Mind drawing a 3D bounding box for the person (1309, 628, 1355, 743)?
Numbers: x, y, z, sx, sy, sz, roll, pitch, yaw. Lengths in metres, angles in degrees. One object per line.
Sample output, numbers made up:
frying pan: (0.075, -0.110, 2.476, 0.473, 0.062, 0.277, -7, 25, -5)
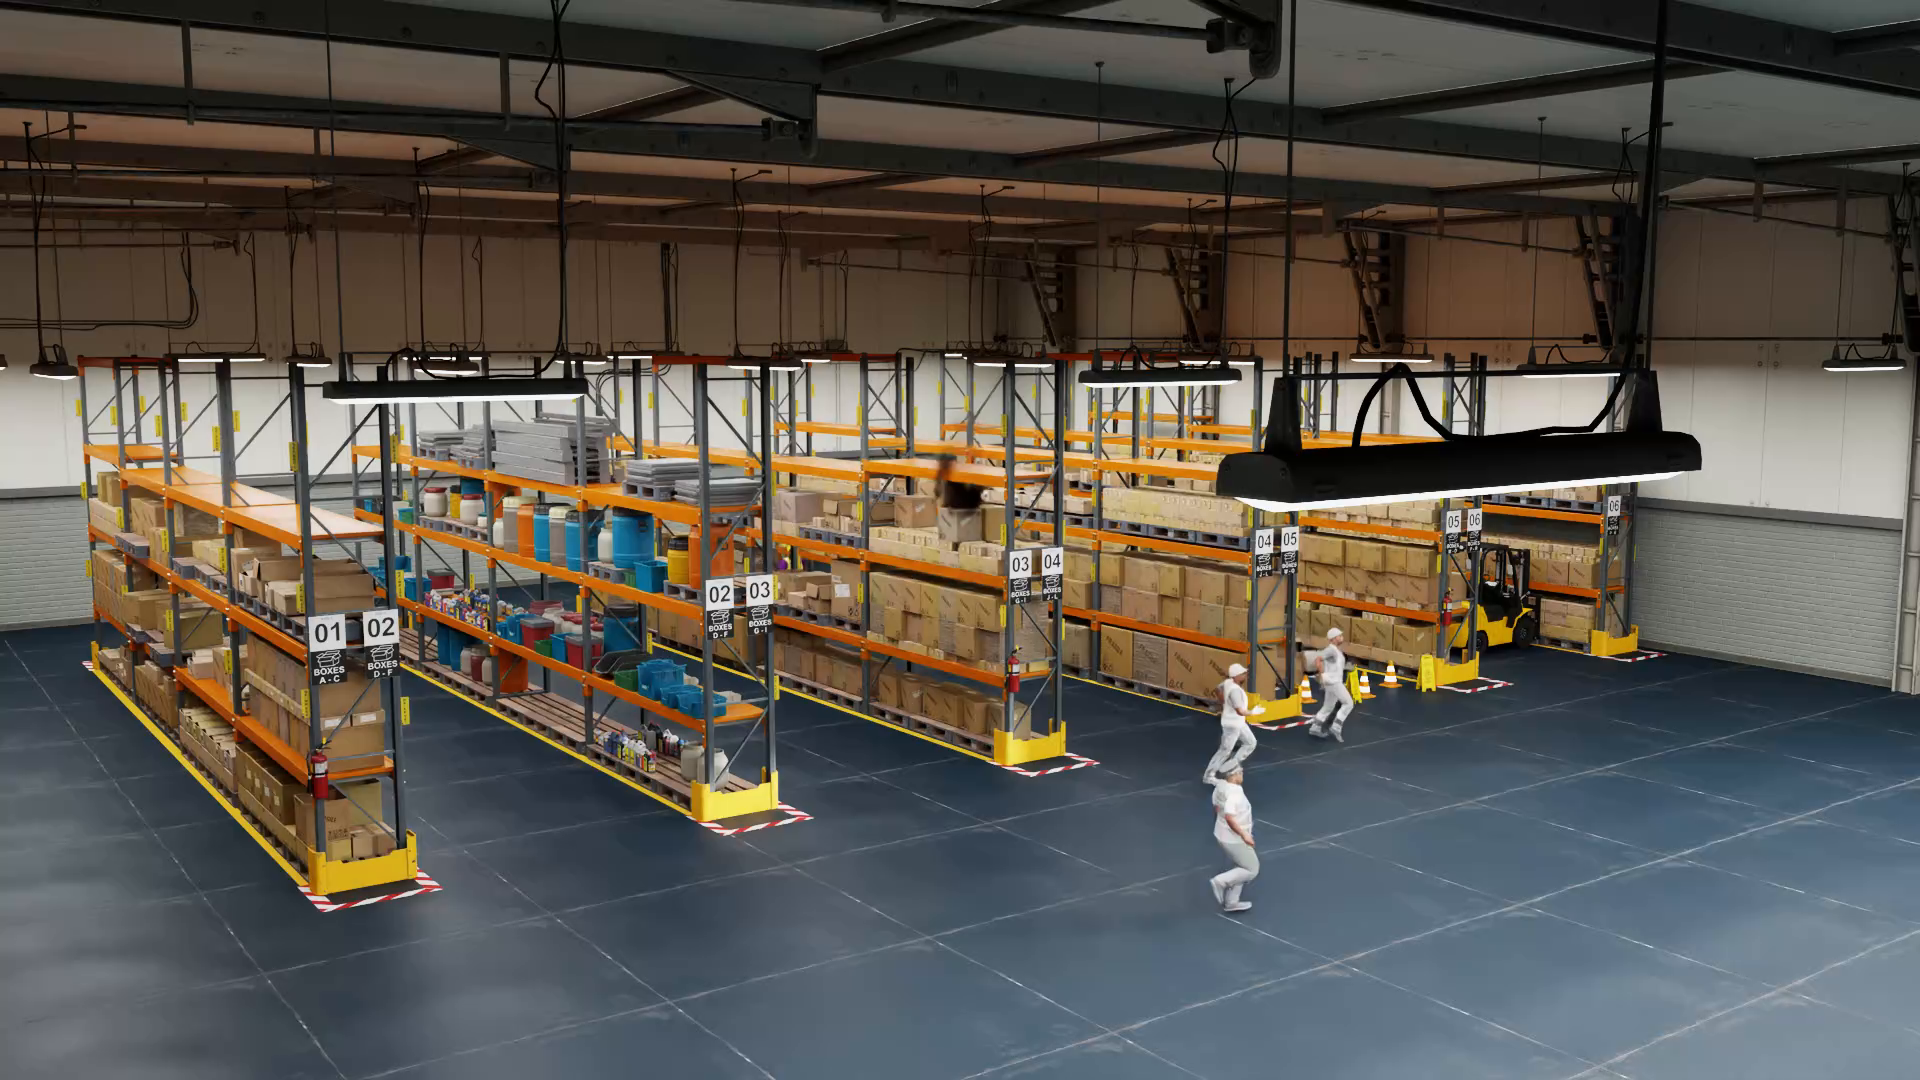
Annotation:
person: (5.879, 2.276, 26.244, 0.673, 1.797, 0.649, 2, 7, 13)

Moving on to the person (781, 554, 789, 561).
person: (-4.342, 0.395, 42.170, 0.732, 1.748, 0.654, -5, 8, -35)

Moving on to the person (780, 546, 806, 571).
person: (-3.695, 0.956, 37.234, 0.726, 1.714, 0.743, -4, 8, -28)

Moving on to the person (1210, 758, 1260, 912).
person: (3.008, 3.259, 18.364, 0.591, 1.730, 0.678, -1, 7, -11)

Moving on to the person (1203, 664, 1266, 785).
person: (3.876, 2.604, 23.470, 0.859, 1.767, 0.704, 1, 7, 10)
